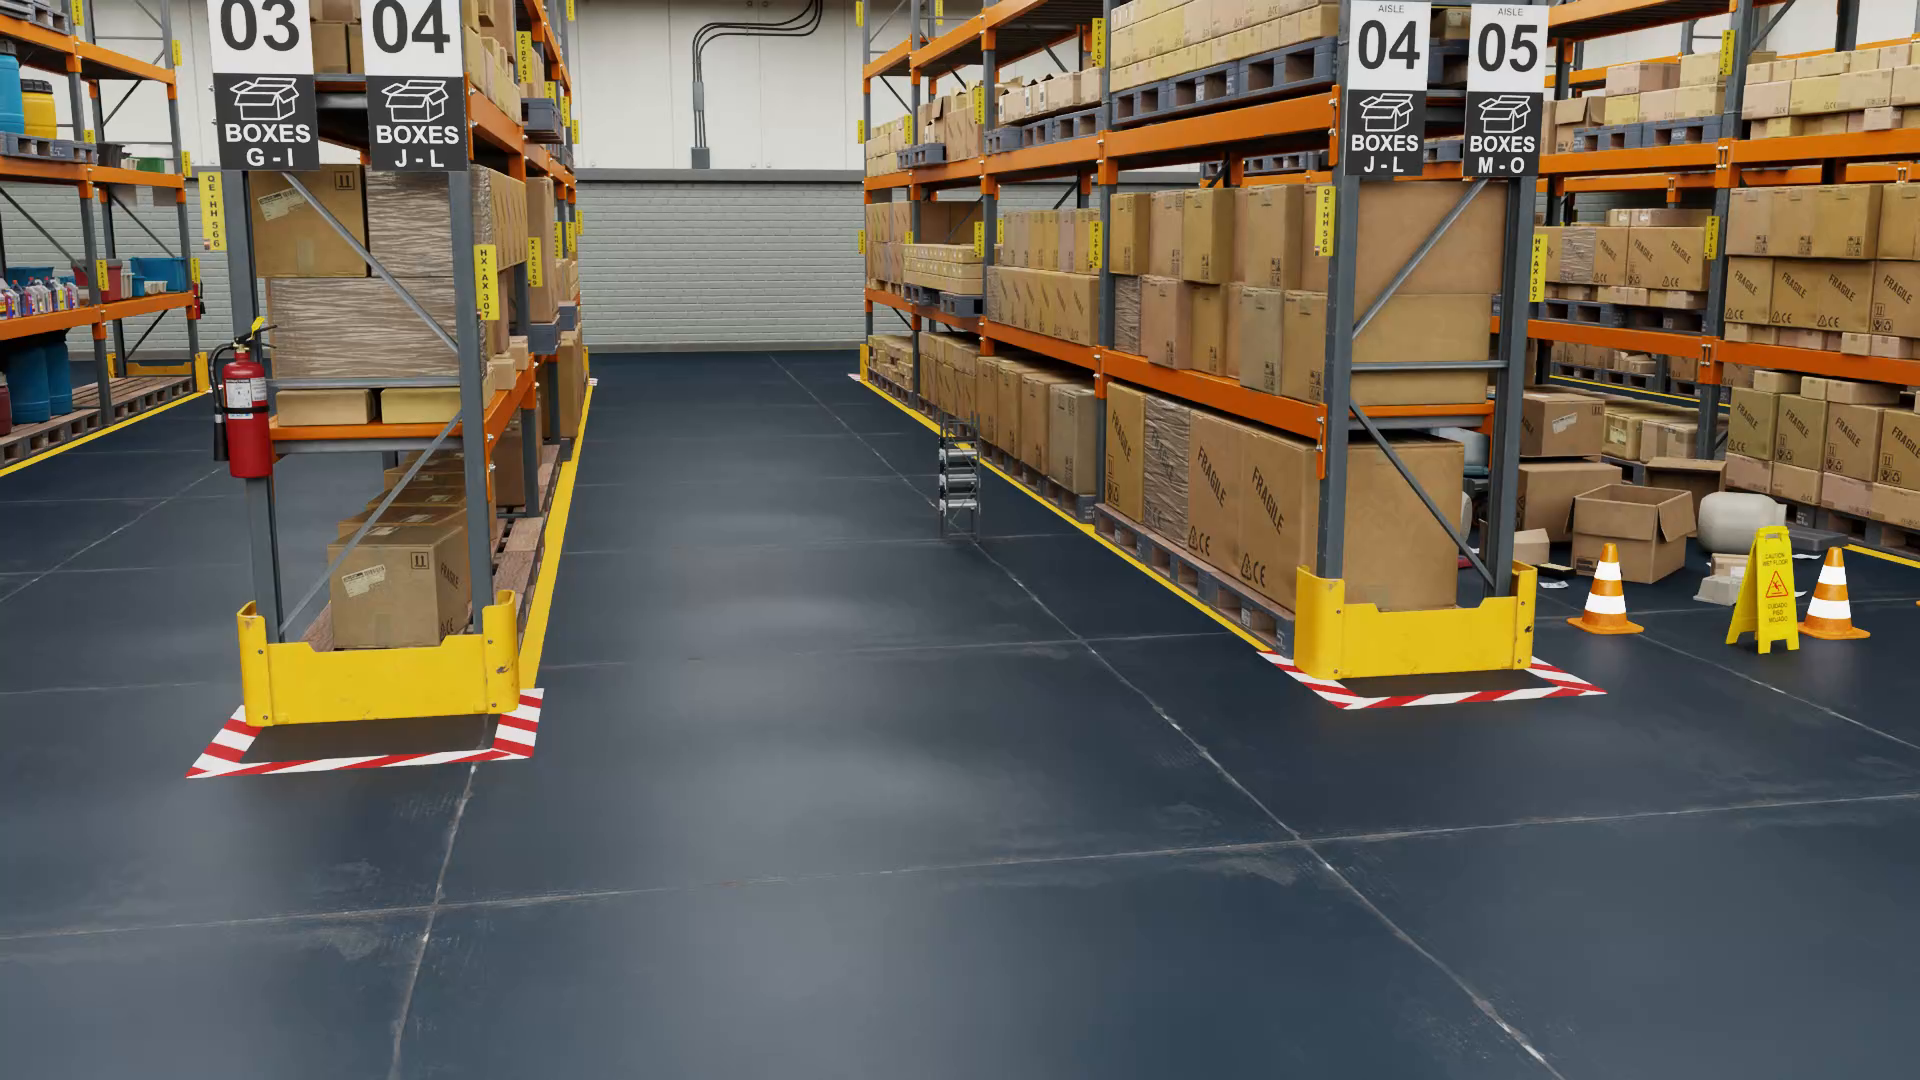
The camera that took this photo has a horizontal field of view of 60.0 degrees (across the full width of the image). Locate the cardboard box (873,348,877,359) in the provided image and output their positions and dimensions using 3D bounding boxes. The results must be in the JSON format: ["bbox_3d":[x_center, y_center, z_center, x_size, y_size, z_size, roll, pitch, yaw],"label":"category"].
[{"bbox_3d":[-0.991,-2.575,22.910,0.380,0.149,0.250,-2,11,-11],"label":"cardboard box"}]

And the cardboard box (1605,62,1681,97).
[{"bbox_3d":[5.873,-3.918,14.180,0.500,0.250,0.500,-2,11,-10],"label":"cardboard box"}]

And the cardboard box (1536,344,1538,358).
[{"bbox_3d":[8.891,-3.025,25.121,0.797,0.503,0.637,-3,11,-13],"label":"cardboard box"}]

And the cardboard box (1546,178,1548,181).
[{"bbox_3d":[8.756,-5.300,24.168,0.380,0.149,0.250,-2,11,-10],"label":"cardboard box"}]

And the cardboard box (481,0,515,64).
[{"bbox_3d":[-3.053,-3.259,10.376,0.500,0.500,0.500,-2,11,-13],"label":"cardboard box"}]

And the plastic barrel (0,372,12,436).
[{"bbox_3d":[-9.358,-1.290,15.776,0.600,0.588,0.708,-2,11,-11],"label":"plastic barrel"}]

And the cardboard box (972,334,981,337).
[{"bbox_3d":[0.418,-2.172,18.642,0.500,0.250,0.500,-2,11,-8],"label":"cardboard box"}]

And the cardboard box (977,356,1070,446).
[{"bbox_3d":[0.747,-1.300,15.397,1.050,0.750,0.750,-2,11,-12],"label":"cardboard box"}]

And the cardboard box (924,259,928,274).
[{"bbox_3d":[-0.176,-2.947,17.910,0.380,0.149,0.250,-2,11,-12],"label":"cardboard box"}]

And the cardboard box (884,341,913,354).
[{"bbox_3d":[-0.795,-2.530,21.876,0.380,0.149,0.250,-2,11,-10],"label":"cardboard box"}]

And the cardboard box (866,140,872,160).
[{"bbox_3d":[-1.007,-5.335,22.744,0.500,0.250,0.500,-2,11,-10],"label":"cardboard box"}]

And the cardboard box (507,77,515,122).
[{"bbox_3d":[-2.954,-2.648,9.964,0.500,0.250,0.500,-2,11,-10],"label":"cardboard box"}]

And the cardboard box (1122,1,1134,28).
[{"bbox_3d":[1.283,-3.451,10.934,0.380,0.149,0.250,-2,11,-11],"label":"cardboard box"}]

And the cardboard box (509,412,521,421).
[{"bbox_3d":[-3.672,-0.711,12.916,0.700,0.500,0.500,-3,11,-16],"label":"cardboard box"}]

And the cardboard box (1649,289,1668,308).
[{"bbox_3d":[5.926,-1.995,13.704,0.380,0.149,0.250,-2,11,-13],"label":"cardboard box"}]

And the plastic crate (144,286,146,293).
[{"bbox_3d":[-10.050,-3.038,20.183,0.298,0.136,0.250,-2,11,-11],"label":"plastic crate"}]

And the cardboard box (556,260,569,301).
[{"bbox_3d":[-4.498,-2.768,17.948,0.500,0.500,0.500,-2,11,-9],"label":"cardboard box"}]

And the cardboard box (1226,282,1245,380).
[{"bbox_3d":[2.042,-1.194,9.546,0.875,0.550,0.550,-2,11,-11],"label":"cardboard box"}]

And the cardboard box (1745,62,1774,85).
[{"bbox_3d":[6.071,-3.451,12.321,0.380,0.149,0.250,-2,11,-12],"label":"cardboard box"}]

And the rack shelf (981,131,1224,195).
[{"bbox_3d":[1.106,-3.067,13.690,1.077,0.370,4.000,-2,11,-11],"label":"rack shelf"}]

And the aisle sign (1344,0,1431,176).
[{"bbox_3d":[1.992,-2.100,7.753,0.394,0.787,0.004,-2,11,-11],"label":"aisle sign"}]

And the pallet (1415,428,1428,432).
[{"bbox_3d":[5.473,-1.290,17.908,1.003,0.211,1.213,-2,11,-11],"label":"pallet"}]

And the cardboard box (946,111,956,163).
[{"bbox_3d":[0.153,-4.115,17.004,0.500,0.500,0.500,-2,11,-11],"label":"cardboard box"}]

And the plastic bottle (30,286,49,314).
[{"bbox_3d":[-9.216,-2.400,16.614,0.152,0.276,0.135,-2,11,-11],"label":"plastic bottle"}]

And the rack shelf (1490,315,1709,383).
[{"bbox_3d":[5.941,-1.792,15.013,1.077,0.370,4.000,-2,11,-11],"label":"rack shelf"}]

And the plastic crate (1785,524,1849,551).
[{"bbox_3d":[5.831,-0.027,11.622,0.402,0.080,0.583,-6,13,-31],"label":"plastic crate"}]

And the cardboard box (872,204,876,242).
[{"bbox_3d":[-0.908,-4.283,22.440,0.500,0.500,0.500,-2,11,-9],"label":"cardboard box"}]

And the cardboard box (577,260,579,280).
[{"bbox_3d":[-5.370,-3.612,22.259,0.500,0.250,0.500,-2,11,-12],"label":"cardboard box"}]

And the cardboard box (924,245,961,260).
[{"bbox_3d":[-0.184,-3.096,17.900,0.380,0.149,0.250,-2,11,-9],"label":"cardboard box"}]

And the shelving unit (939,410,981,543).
[{"bbox_3d":[-0.002,-0.444,11.620,0.258,0.900,0.210,-2,11,-11],"label":"shelving unit"}]

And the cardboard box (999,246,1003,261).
[{"bbox_3d":[0.613,-2.973,17.252,0.380,0.149,0.250,-2,11,-8],"label":"cardboard box"}]

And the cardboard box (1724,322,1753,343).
[{"bbox_3d":[6.077,-1.586,12.678,0.380,0.149,0.250,-2,11,-11],"label":"cardboard box"}]

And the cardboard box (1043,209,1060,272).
[{"bbox_3d":[1.095,-2.491,13.819,0.700,0.500,0.500,-2,11,-12],"label":"cardboard box"}]

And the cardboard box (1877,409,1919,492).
[{"bbox_3d":[6.501,-0.595,11.024,0.500,0.500,0.500,-2,11,-12],"label":"cardboard box"}]

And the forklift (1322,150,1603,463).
[{"bbox_3d":[3.885,-1.946,14.080,3.031,2.935,1.130,1,11,4],"label":"forklift"}]

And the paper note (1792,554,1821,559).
[{"bbox_3d":[5.624,0.104,11.066,0.142,0.019,0.148,-6,13,-31],"label":"paper note"}]

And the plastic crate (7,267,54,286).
[{"bbox_3d":[-10.230,-2.800,18.269,0.392,0.384,0.575,-2,11,-11],"label":"plastic crate"}]

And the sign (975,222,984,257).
[{"bbox_3d":[0.186,-2.822,15.616,0.100,0.325,0.005,-2,11,-11],"label":"sign"}]

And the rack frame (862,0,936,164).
[{"bbox_3d":[-0.839,-6.728,22.978,1.000,3.000,0.127,-2,11,-11],"label":"rack frame"}]

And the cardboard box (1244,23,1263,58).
[{"bbox_3d":[1.728,-2.640,8.805,0.380,0.149,0.250,-2,11,-10],"label":"cardboard box"}]

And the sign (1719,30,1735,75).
[{"bbox_3d":[5.787,-3.679,12.544,0.100,0.325,0.005,-2,11,-11],"label":"sign"}]

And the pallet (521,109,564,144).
[{"bbox_3d":[-3.611,-3.107,12.477,1.213,0.211,1.003,-2,11,-11],"label":"pallet"}]

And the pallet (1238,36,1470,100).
[{"bbox_3d":[2.118,-2.412,8.562,1.003,0.211,1.213,-2,11,-11],"label":"pallet"}]

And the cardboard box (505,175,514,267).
[{"bbox_3d":[-2.744,-1.757,9.168,0.500,0.500,0.500,-2,11,-11],"label":"cardboard box"}]

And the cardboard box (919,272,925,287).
[{"bbox_3d":[-0.234,-2.852,18.206,0.380,0.149,0.250,-3,11,-14],"label":"cardboard box"}]

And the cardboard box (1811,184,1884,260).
[{"bbox_3d":[6.352,-2.189,11.437,0.700,0.500,0.500,-2,11,-12],"label":"cardboard box"}]

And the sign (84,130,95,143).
[{"bbox_3d":[-9.265,-4.203,17.710,0.100,0.325,0.005,-2,11,-11],"label":"sign"}]

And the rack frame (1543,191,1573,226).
[{"bbox_3d":[8.865,-4.161,25.534,1.000,3.000,0.127,-2,11,-11],"label":"rack frame"}]

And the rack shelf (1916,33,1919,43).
[{"bbox_3d":[10.810,-4.724,15.442,1.077,0.370,4.000,-2,11,-11],"label":"rack shelf"}]

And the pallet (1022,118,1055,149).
[{"bbox_3d":[1.114,-3.373,13.880,1.003,0.211,1.213,-2,11,-8],"label":"pallet"}]

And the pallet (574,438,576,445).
[{"bbox_3d":[-4.482,-1.153,17.188,1.003,0.211,1.213,-2,11,-11],"label":"pallet"}]

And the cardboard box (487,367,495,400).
[{"bbox_3d":[-2.608,-0.806,8.582,0.380,0.149,0.250,-2,11,-11],"label":"cardboard box"}]

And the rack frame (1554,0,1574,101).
[{"bbox_3d":[5.552,-5.459,16.312,1.000,3.000,0.127,-2,11,-11],"label":"rack frame"}]
